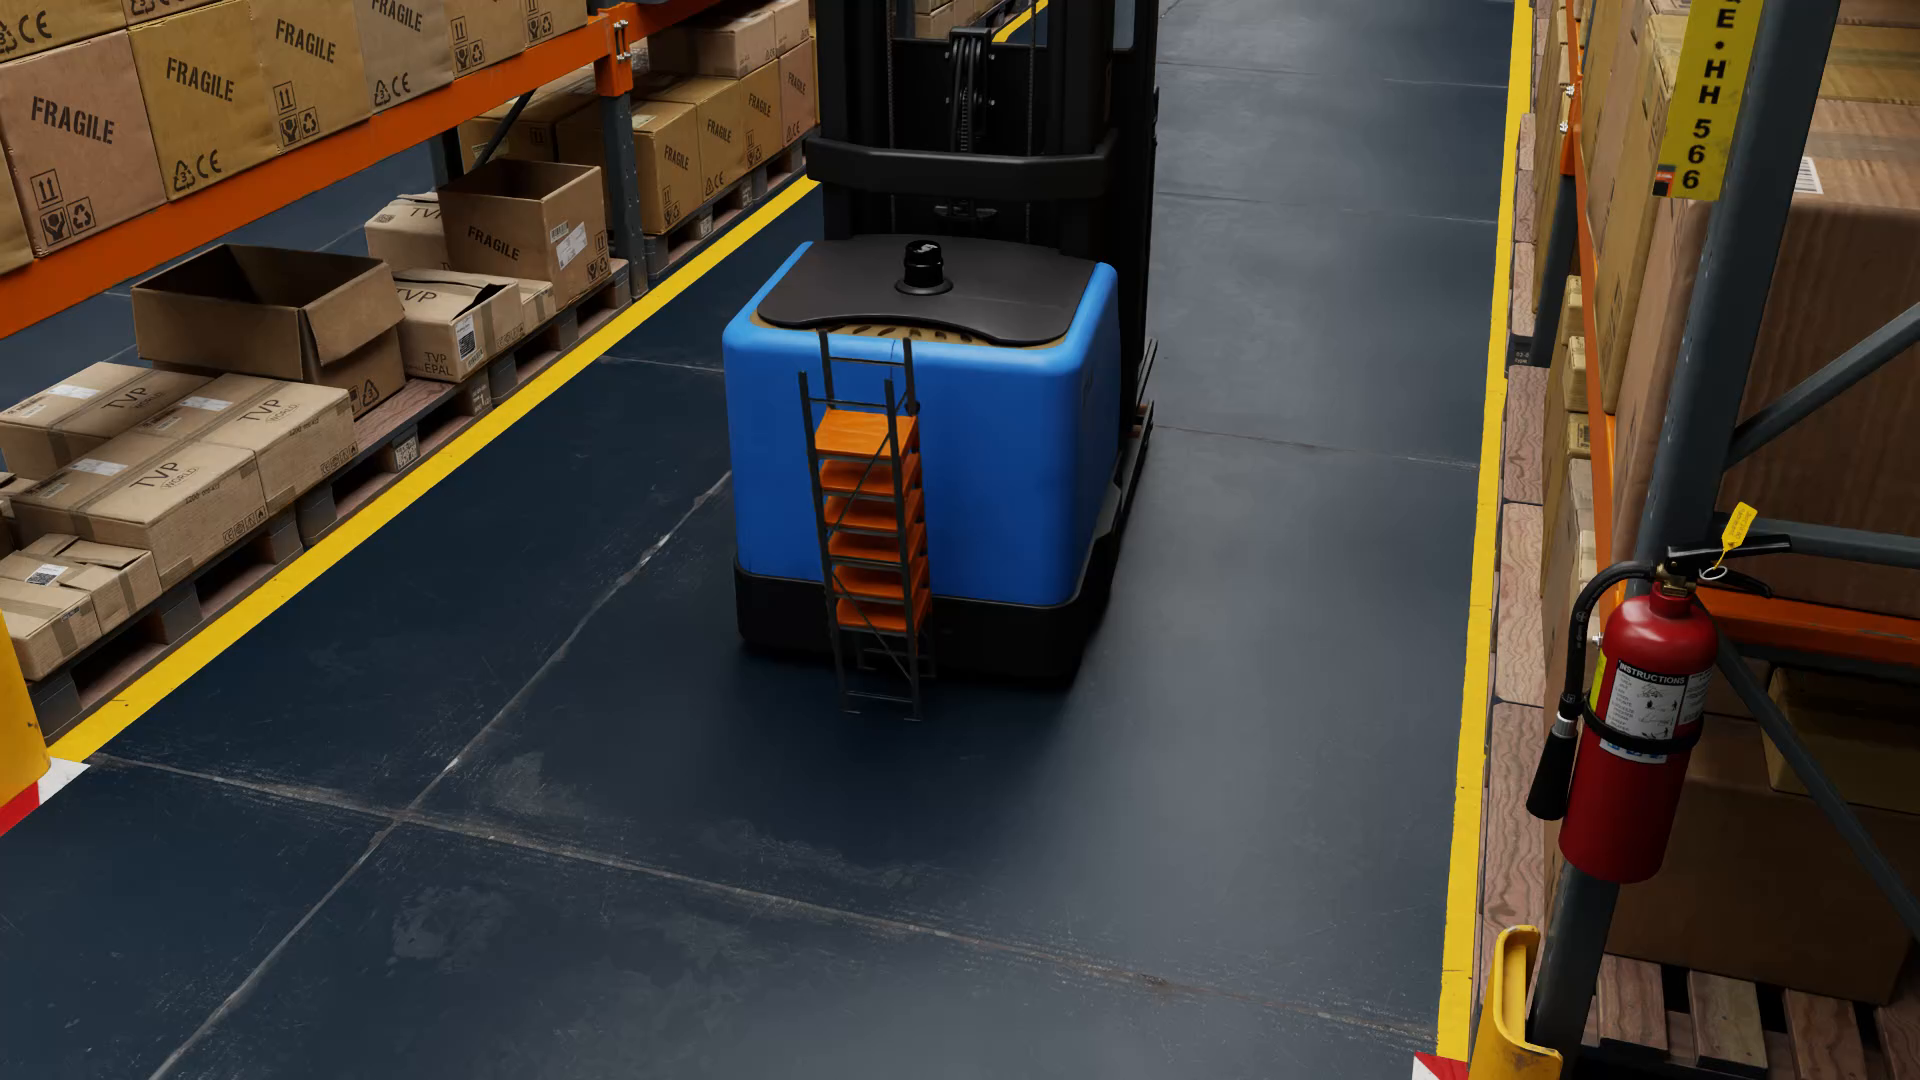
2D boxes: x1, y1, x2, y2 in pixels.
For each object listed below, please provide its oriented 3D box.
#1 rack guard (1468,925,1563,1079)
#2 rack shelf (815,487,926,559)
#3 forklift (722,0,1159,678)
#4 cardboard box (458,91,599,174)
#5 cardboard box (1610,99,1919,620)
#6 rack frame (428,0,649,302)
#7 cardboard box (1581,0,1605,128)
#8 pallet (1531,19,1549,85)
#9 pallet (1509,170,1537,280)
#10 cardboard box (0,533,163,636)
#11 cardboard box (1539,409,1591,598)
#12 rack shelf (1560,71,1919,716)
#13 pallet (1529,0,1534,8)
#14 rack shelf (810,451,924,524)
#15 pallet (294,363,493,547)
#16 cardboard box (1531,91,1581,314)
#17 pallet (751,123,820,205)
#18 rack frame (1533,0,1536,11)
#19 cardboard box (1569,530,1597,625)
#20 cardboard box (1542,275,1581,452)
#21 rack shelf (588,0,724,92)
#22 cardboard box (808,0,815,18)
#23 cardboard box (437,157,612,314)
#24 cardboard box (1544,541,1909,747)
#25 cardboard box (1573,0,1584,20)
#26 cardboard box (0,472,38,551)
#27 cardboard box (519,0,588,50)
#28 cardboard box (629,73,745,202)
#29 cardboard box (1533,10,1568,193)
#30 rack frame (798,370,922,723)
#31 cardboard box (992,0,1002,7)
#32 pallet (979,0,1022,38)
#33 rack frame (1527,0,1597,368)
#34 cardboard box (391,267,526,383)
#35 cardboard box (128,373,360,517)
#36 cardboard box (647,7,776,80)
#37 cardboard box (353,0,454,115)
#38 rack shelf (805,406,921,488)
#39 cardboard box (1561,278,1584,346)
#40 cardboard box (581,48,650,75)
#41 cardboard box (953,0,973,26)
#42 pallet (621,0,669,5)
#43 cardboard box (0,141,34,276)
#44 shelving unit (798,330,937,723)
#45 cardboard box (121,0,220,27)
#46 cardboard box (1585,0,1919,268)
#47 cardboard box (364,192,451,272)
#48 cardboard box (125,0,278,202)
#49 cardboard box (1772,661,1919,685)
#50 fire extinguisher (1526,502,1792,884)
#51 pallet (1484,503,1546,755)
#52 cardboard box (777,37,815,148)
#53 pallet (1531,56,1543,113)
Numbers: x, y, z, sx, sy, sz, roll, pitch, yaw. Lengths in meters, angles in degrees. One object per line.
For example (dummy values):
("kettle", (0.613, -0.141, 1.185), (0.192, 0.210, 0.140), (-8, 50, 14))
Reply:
("rack guard", (1.592, 1.146, 3.176), (1.175, 0.500, 0.348), (8, 30, 15))
("rack shelf", (-0.237, -0.060, 4.455), (0.258, 0.103, 0.180), (6, 41, 11))
("forklift", (0.132, -1.577, 5.569), (1.130, 2.935, 3.031), (6, 30, 11))
("cardboard box", (-2.093, -1.892, 8.184), (0.500, 0.500, 0.500), (8, 30, 15))
("cardboard box", (1.739, -0.327, 2.944), (0.980, 0.700, 0.700), (10, 31, 17))
("rack frame", (-1.964, -2.522, 7.198), (1.000, 3.000, 0.127), (8, 30, 15))
("cardboard box", (2.598, -1.698, 5.408), (0.980, 0.700, 0.700), (9, 30, 16))
("pallet", (4.538, -3.385, 11.618), (1.003, 0.211, 1.213), (8, 30, 15))
("pallet", (3.284, -1.536, 8.294), (1.003, 0.211, 1.213), (8, 30, 15))
("cardboard box", (-2.613, 0.121, 4.908), (0.380, 0.166, 0.250), (8, 30, 15))
("cardboard box", (2.152, -0.104, 4.990), (0.700, 0.500, 0.500), (9, 30, 16))
("rack shelf", (2.186, -0.573, 4.434), (1.077, 0.370, 4.000), (8, 30, 15))
("pallet", (5.284, -4.633, 13.861), (1.003, 0.211, 1.213), (8, 30, 15))
("rack shelf", (-0.242, -0.151, 4.377), (0.258, 0.103, 0.180), (6, 41, 11))
("pallet", (-2.523, -0.415, 6.280), (1.003, 0.211, 1.213), (8, 30, 15))
("cardboard box", (2.839, -1.381, 6.927), (0.750, 0.750, 0.750), (9, 30, 15))
("pallet", (-1.405, -2.255, 9.587), (1.003, 0.211, 1.213), (8, 30, 15))
("rack frame", (5.121, -5.534, 12.613), (1.000, 3.000, 0.127), (8, 30, 15))
("cardboard box", (1.646, 0.123, 3.915), (0.380, 0.149, 0.250), (9, 30, 16))
("cardboard box", (2.455, -0.575, 5.837), (0.700, 0.500, 0.500), (9, 30, 16))
("rack shelf", (-1.377, -3.137, 9.043), (1.077, 0.370, 4.000), (8, 30, 15))
("cardboard box", (-0.852, -3.313, 9.968), (0.500, 0.250, 0.500), (10, 31, 17))
("cardboard box", (-1.860, -1.316, 7.150), (0.500, 0.500, 0.500), (8, 30, 15))
("cardboard box", (1.855, 0.379, 4.123), (0.700, 0.500, 0.500), (8, 30, 15))
("cardboard box", (2.793, -2.279, 6.999), (0.380, 0.149, 0.250), (9, 30, 15))
("cardboard box", (-3.009, -0.080, 5.270), (0.380, 0.166, 0.250), (8, 30, 15))
("cardboard box", (-1.865, -2.297, 6.690), (0.500, 0.500, 0.500), (9, 30, 16))
("cardboard box", (-1.443, -2.061, 8.488), (0.500, 0.500, 0.500), (9, 30, 16))
("cardboard box", (3.342, -2.190, 8.381), (0.750, 0.750, 0.750), (8, 30, 15))
("rack frame", (-0.253, 0.056, 4.436), (0.240, 1.200, 0.006), (6, 41, 11))
("cardboard box", (0.089, -4.278, 12.752), (0.500, 0.250, 0.500), (9, 30, 16))
("pallet", (-0.151, -4.104, 12.911), (1.003, 0.211, 1.213), (8, 30, 15))
("rack frame", (2.773, -1.817, 5.930), (1.000, 3.000, 0.127), (8, 30, 15))
("cardboard box", (-2.080, -0.885, 6.569), (0.500, 0.311, 0.500), (8, 30, 15))
("cardboard box", (-2.414, -0.330, 5.634), (0.500, 0.250, 0.500), (8, 30, 15))
("cardboard box", (-1.295, -2.604, 8.693), (0.500, 0.250, 0.500), (9, 30, 15))
("cardboard box", (-2.164, -1.818, 5.829), (0.500, 0.500, 0.500), (9, 30, 16))
("rack shelf", (-0.248, -0.243, 4.300), (0.258, 0.103, 0.180), (6, 41, 11))
("cardboard box", (2.180, -0.725, 5.440), (0.380, 0.149, 0.250), (10, 30, 17))
("cardboard box", (-1.792, -2.353, 9.014), (0.500, 0.500, 0.500), (9, 30, 15))
("cardboard box", (-0.208, -3.798, 11.888), (0.500, 0.250, 0.500), (8, 30, 13))
("pallet", (-1.625, -2.794, 7.884), (1.003, 0.211, 1.213), (8, 30, 15))
("cardboard box", (-2.756, -0.875, 4.135), (0.500, 0.500, 0.500), (9, 30, 16))
("shelving unit", (-0.234, -0.002, 4.504), (0.258, 1.200, 0.189), (6, 41, 11))
("cardboard box", (-2.458, -1.788, 4.747), (0.500, 0.500, 0.500), (9, 30, 16))
("cardboard box", (2.174, -1.020, 4.189), (0.980, 0.700, 0.700), (7, 30, 12))
("cardboard box", (-2.294, -1.375, 7.449), (0.500, 0.311, 0.500), (8, 30, 15))
("cardboard box", (-2.459, -1.349, 4.986), (0.500, 0.500, 0.500), (8, 30, 15))
("cardboard box", (2.011, 0.179, 3.814), (0.380, 0.149, 0.250), (9, 30, 15))
("fire extinguisher", (1.113, 0.243, 2.690), (0.296, 0.674, 0.183), (8, 30, 15))
("pallet", (2.119, 0.313, 4.970), (1.003, 0.211, 1.213), (8, 30, 15))
("cardboard box", (-1.140, -2.527, 9.326), (0.500, 0.500, 0.500), (7, 30, 13))
("pallet", (4.178, -2.820, 10.602), (1.003, 0.211, 1.213), (8, 30, 15))
